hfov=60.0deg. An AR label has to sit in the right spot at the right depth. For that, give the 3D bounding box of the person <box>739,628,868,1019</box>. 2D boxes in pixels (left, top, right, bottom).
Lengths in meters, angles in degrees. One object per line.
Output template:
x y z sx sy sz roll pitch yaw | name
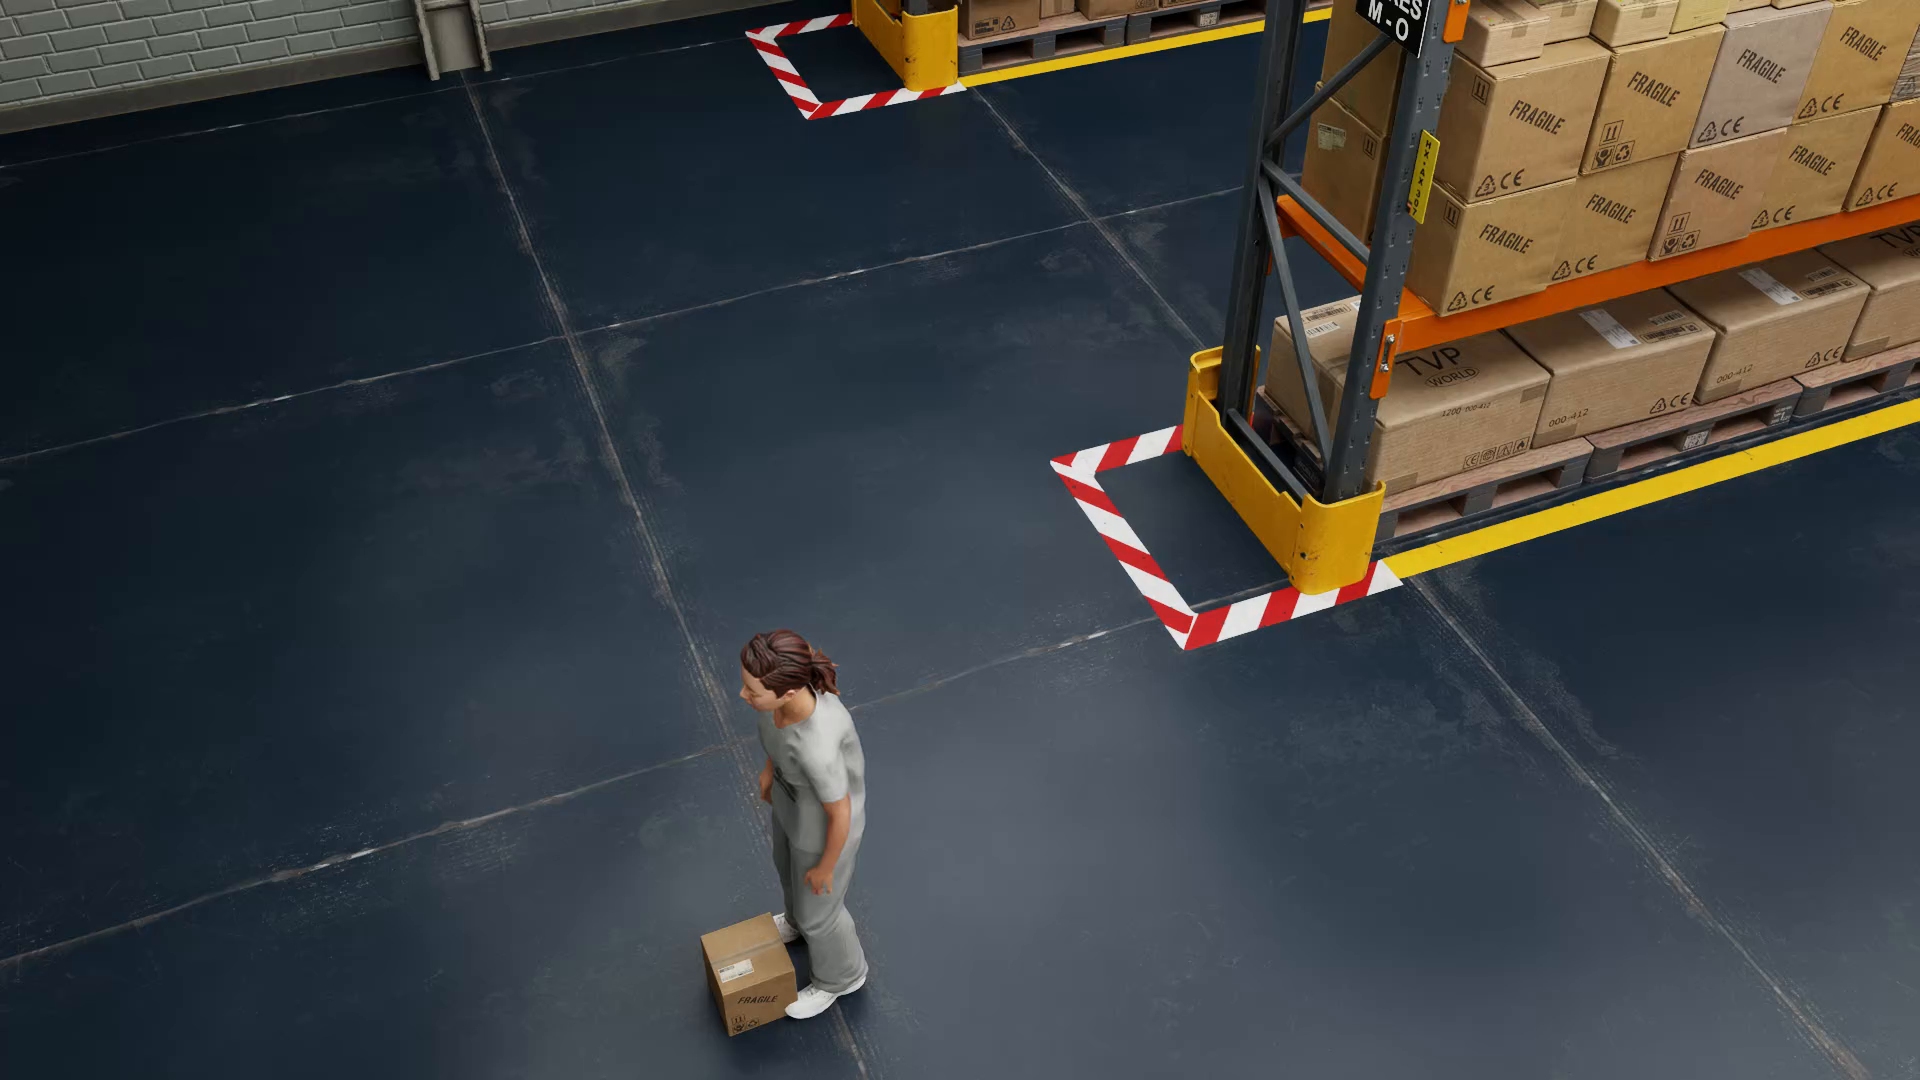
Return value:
-0.481 0.855 5.186 0.353 1.644 0.511 -17 45 -18 | person
